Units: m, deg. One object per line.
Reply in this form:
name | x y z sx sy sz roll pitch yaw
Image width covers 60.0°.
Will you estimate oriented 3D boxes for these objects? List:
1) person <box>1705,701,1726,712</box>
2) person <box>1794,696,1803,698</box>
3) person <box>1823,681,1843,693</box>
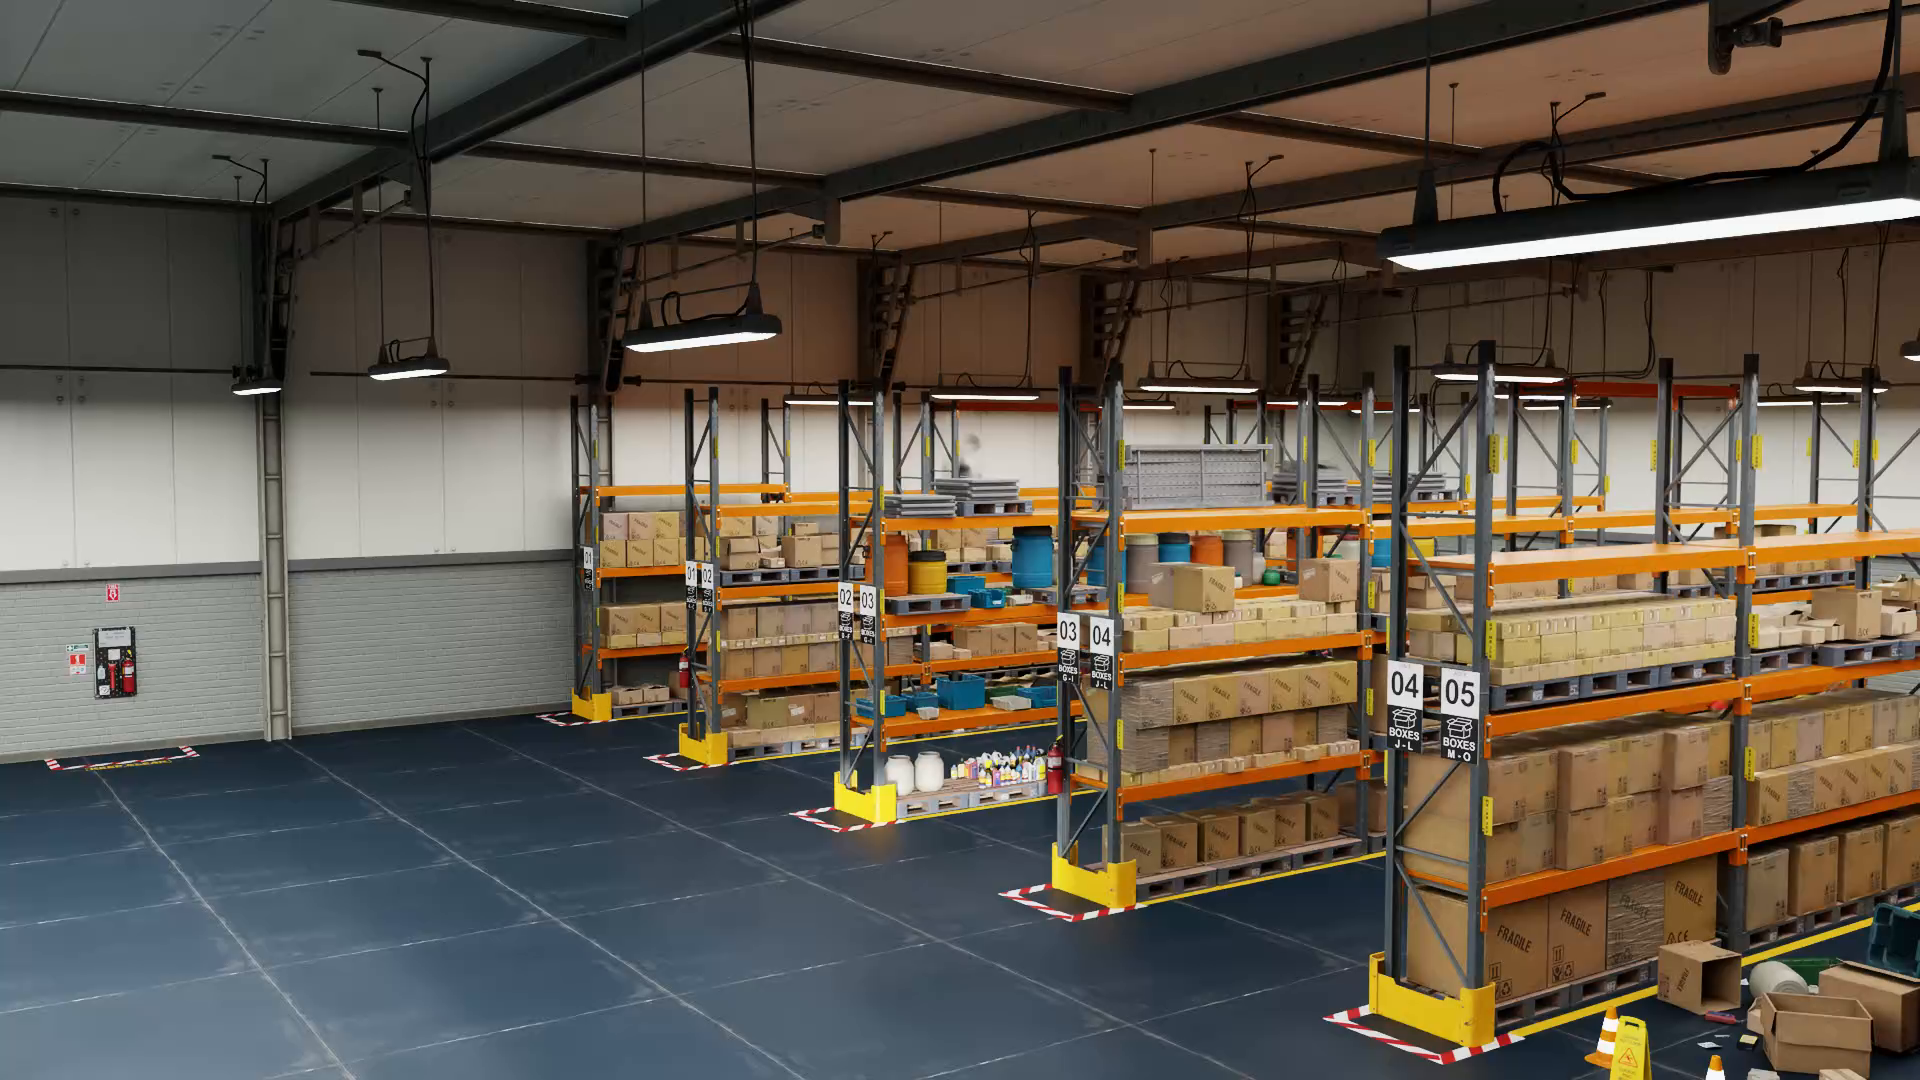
person | 9.798 2.983 21.439 0.825 1.838 0.623 -3 4 -37
person | 11.056 2.930 21.984 0.989 1.754 0.700 -3 4 -40
person | 12.870 2.830 24.497 0.733 1.744 0.661 -3 5 -42
